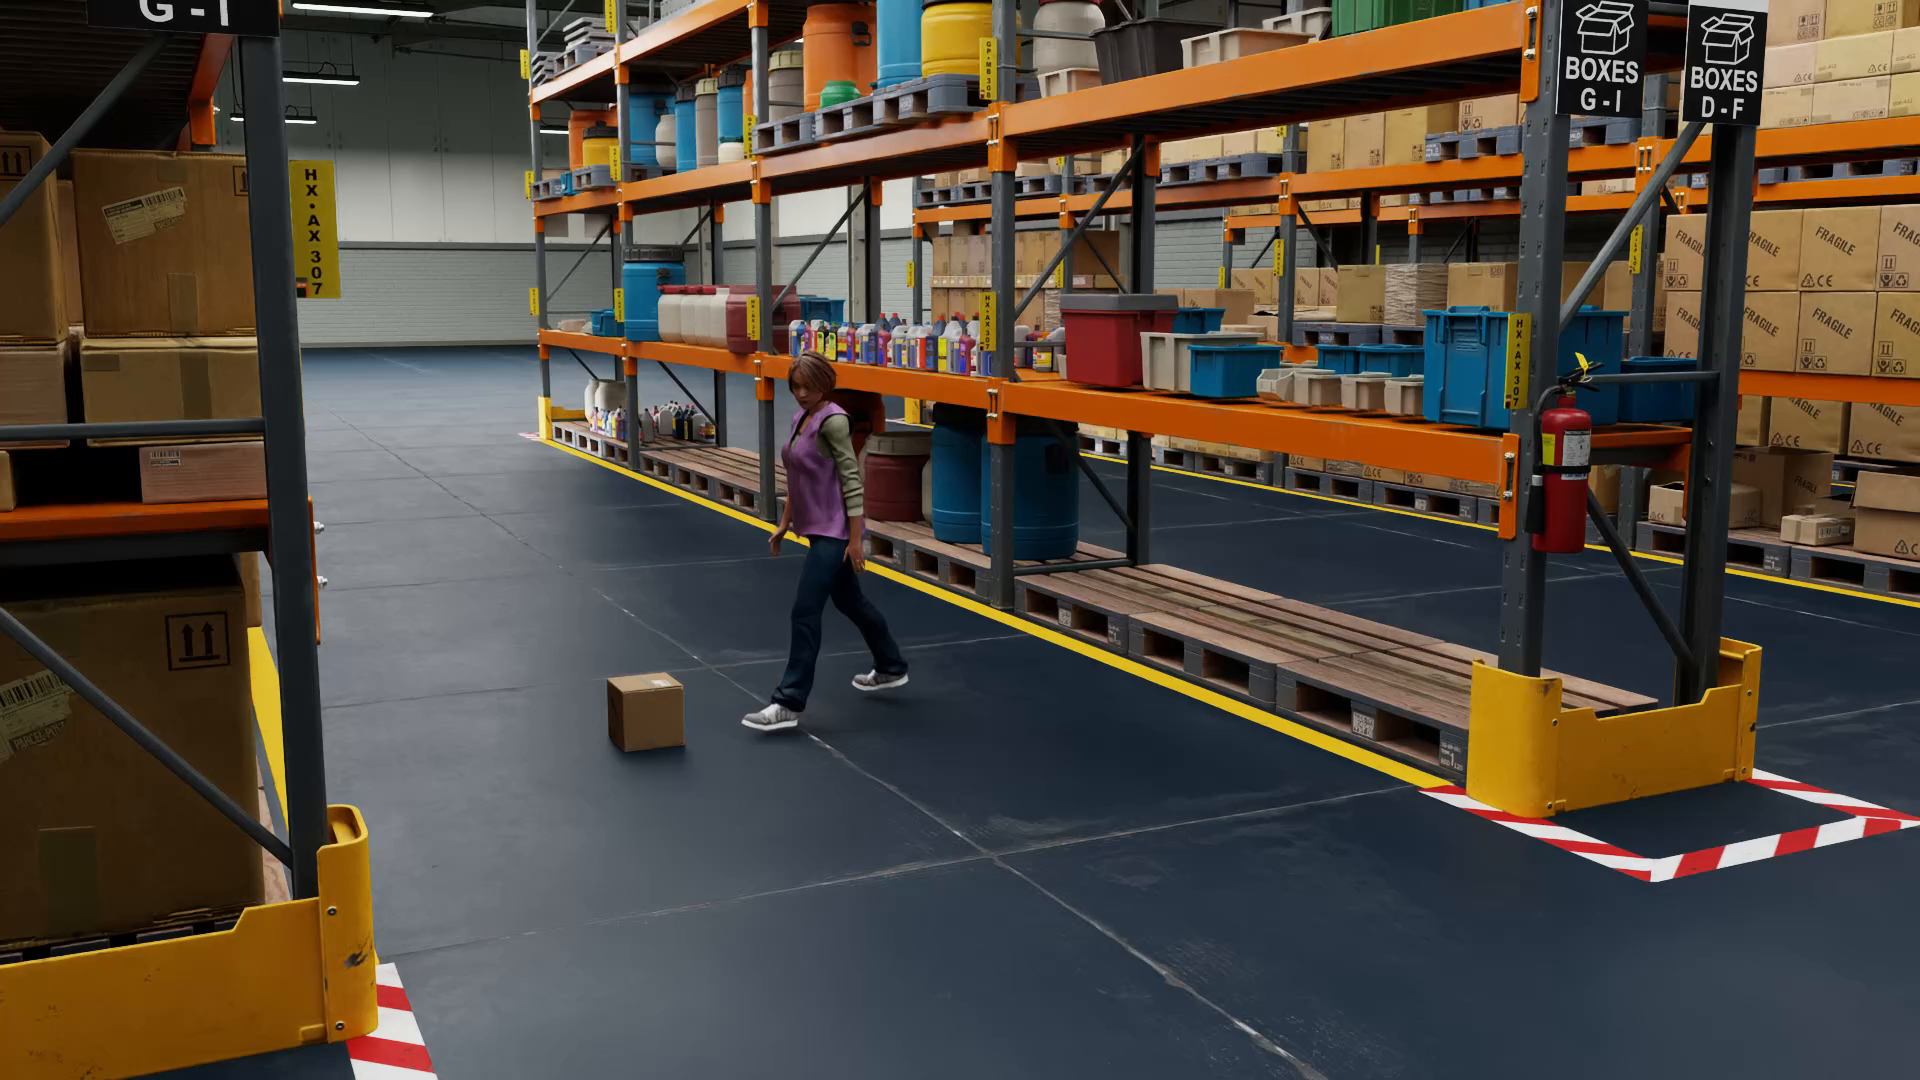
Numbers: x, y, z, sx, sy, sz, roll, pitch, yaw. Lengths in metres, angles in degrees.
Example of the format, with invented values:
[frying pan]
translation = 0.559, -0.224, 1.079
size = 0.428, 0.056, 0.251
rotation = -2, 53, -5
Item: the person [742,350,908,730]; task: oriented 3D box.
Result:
[person]
translation = -0.586, -0.030, 7.076
size = 0.847, 1.553, 0.553
rotation = -3, 9, -21
